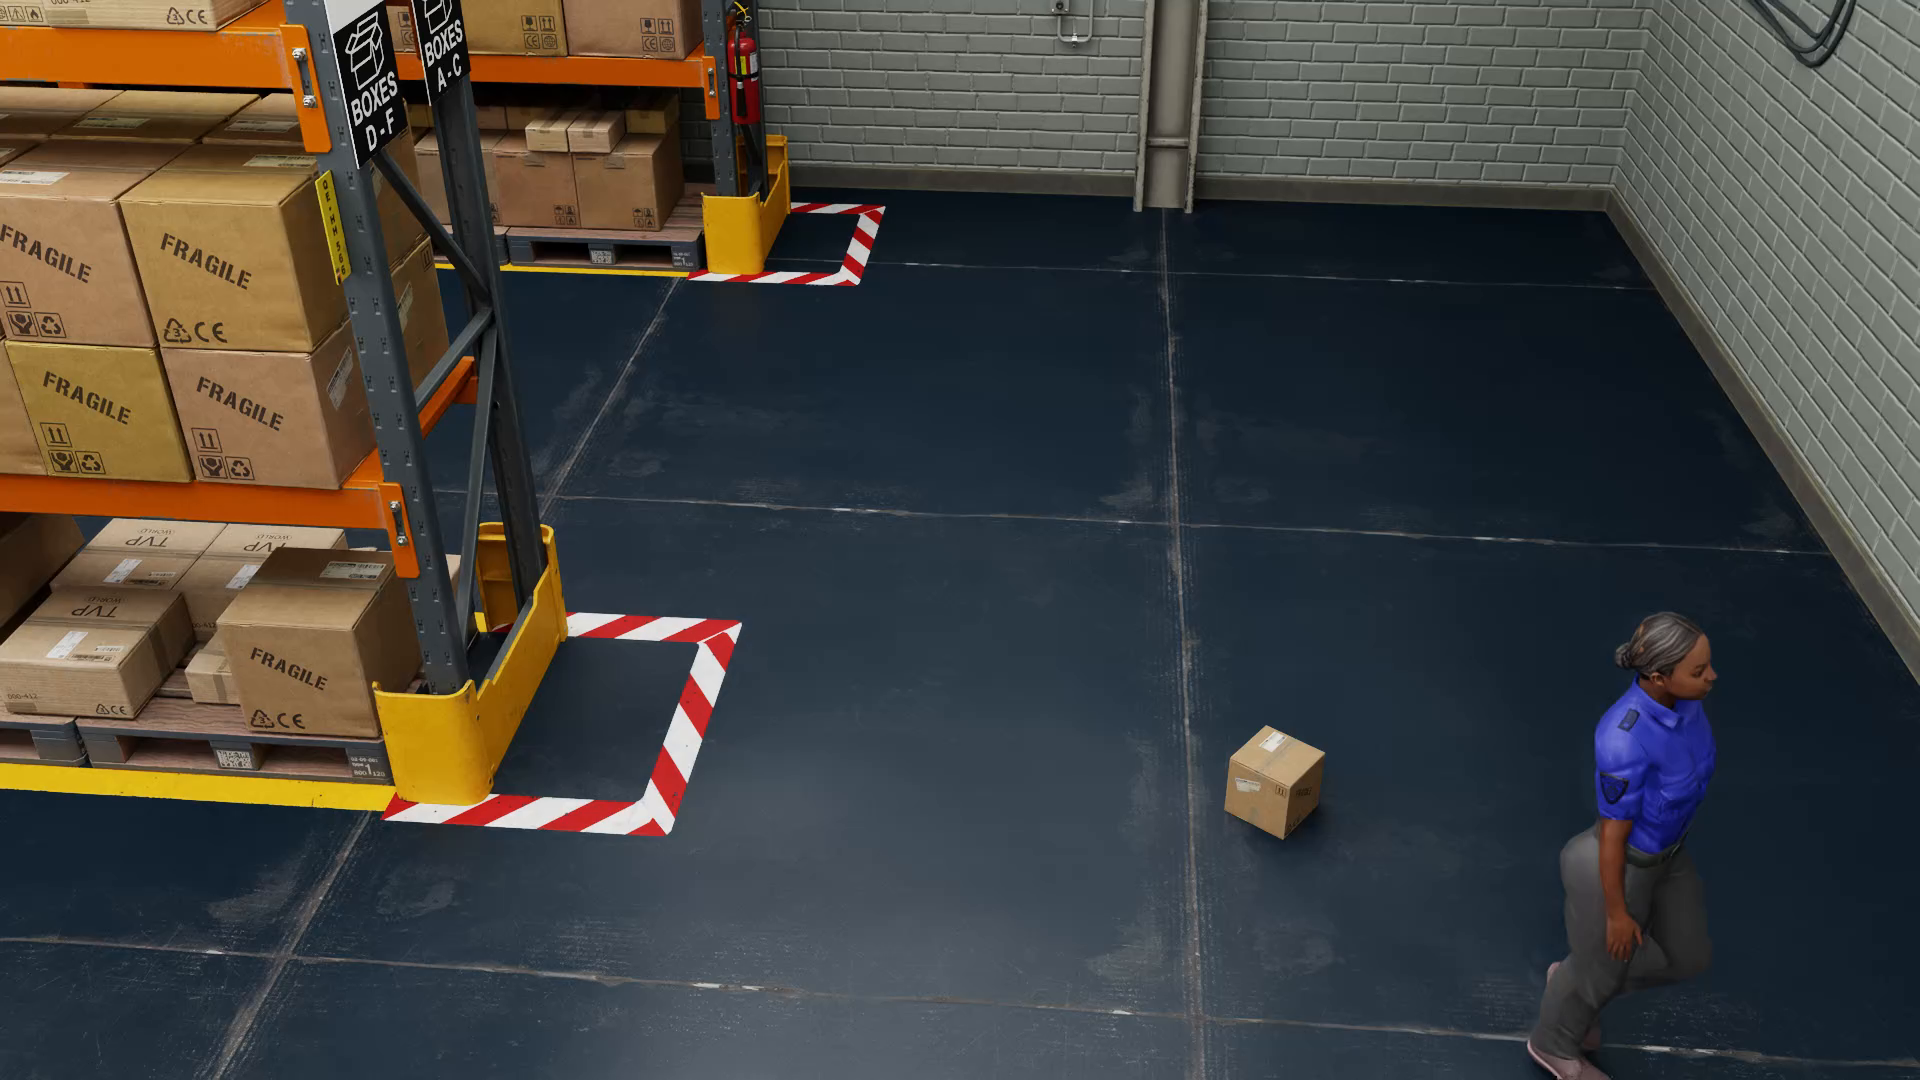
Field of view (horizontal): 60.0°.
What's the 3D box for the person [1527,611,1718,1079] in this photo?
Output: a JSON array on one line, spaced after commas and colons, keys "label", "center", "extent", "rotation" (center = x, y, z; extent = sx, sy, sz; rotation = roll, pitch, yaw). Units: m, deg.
[{"label": "person", "center": [1.896, 0.930, 4.635], "extent": [0.452, 1.664, 0.430], "rotation": [-26, 41, -35]}]
